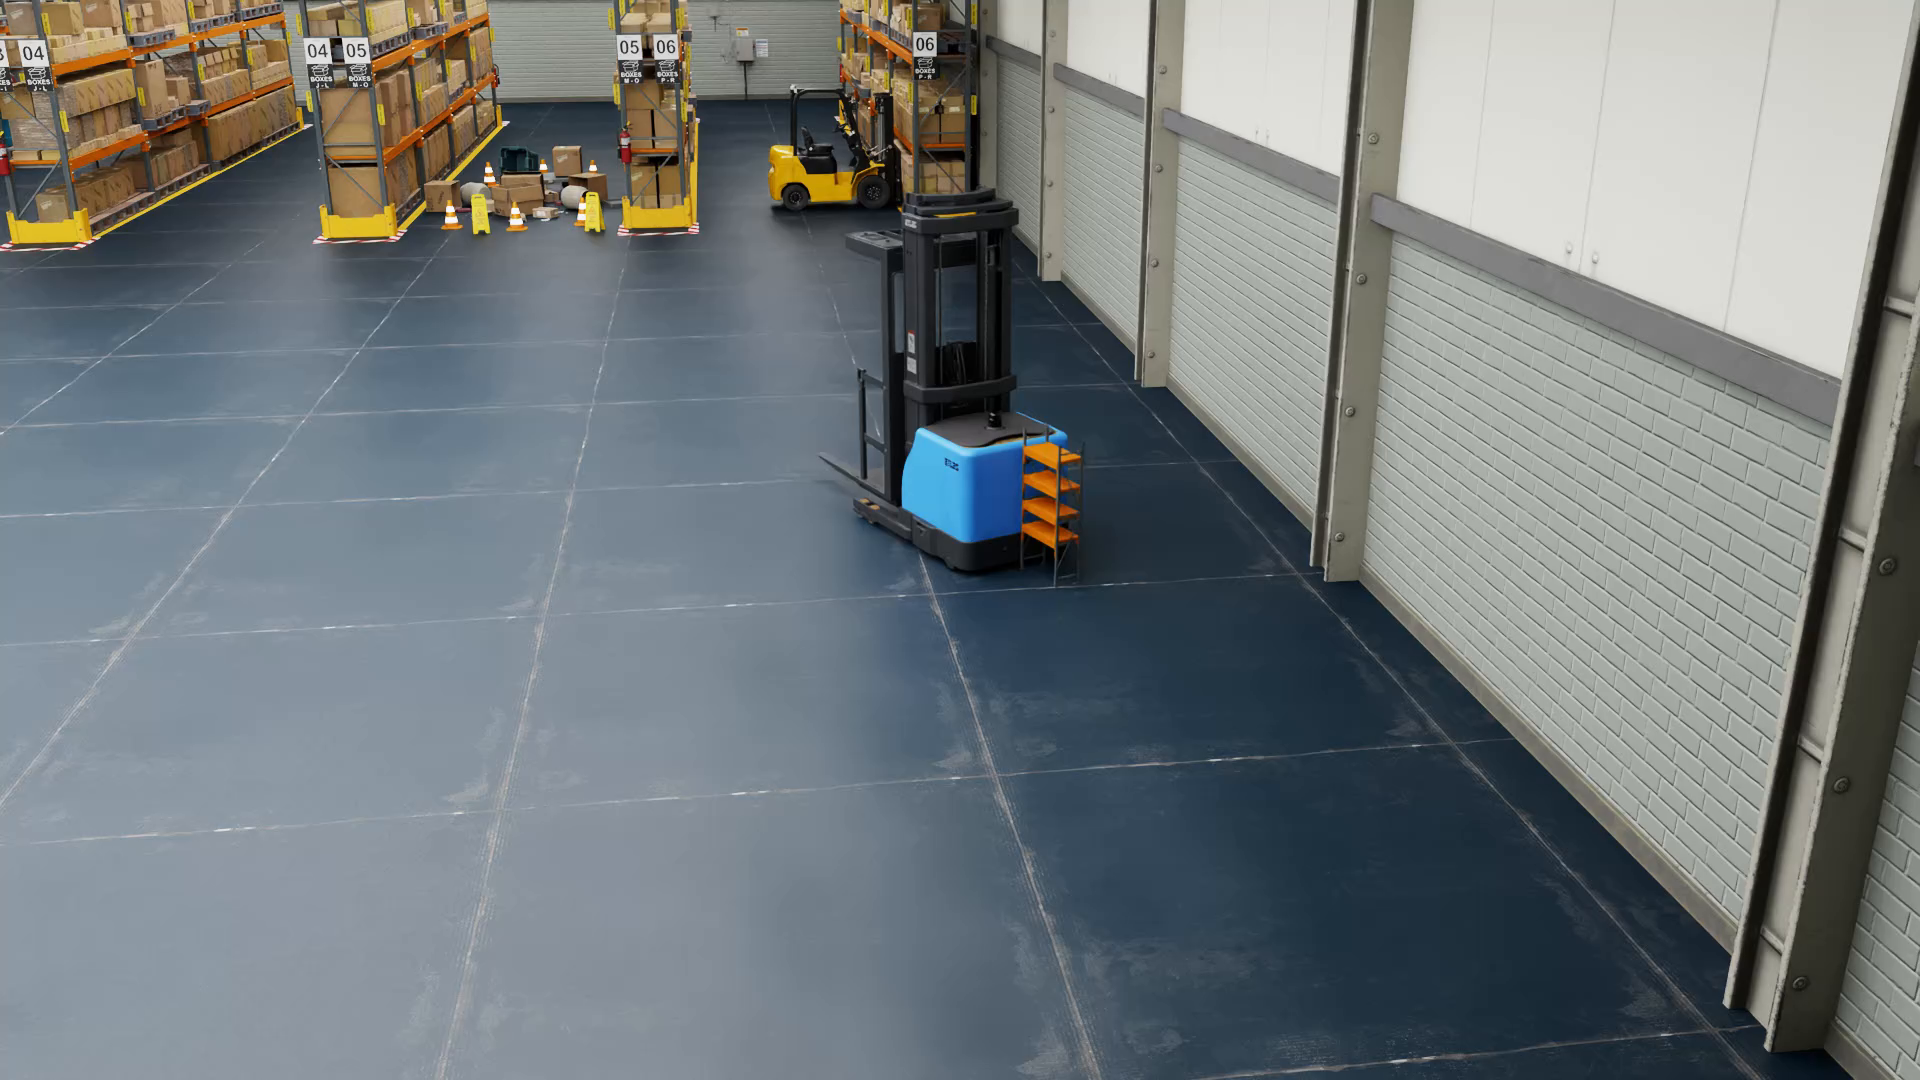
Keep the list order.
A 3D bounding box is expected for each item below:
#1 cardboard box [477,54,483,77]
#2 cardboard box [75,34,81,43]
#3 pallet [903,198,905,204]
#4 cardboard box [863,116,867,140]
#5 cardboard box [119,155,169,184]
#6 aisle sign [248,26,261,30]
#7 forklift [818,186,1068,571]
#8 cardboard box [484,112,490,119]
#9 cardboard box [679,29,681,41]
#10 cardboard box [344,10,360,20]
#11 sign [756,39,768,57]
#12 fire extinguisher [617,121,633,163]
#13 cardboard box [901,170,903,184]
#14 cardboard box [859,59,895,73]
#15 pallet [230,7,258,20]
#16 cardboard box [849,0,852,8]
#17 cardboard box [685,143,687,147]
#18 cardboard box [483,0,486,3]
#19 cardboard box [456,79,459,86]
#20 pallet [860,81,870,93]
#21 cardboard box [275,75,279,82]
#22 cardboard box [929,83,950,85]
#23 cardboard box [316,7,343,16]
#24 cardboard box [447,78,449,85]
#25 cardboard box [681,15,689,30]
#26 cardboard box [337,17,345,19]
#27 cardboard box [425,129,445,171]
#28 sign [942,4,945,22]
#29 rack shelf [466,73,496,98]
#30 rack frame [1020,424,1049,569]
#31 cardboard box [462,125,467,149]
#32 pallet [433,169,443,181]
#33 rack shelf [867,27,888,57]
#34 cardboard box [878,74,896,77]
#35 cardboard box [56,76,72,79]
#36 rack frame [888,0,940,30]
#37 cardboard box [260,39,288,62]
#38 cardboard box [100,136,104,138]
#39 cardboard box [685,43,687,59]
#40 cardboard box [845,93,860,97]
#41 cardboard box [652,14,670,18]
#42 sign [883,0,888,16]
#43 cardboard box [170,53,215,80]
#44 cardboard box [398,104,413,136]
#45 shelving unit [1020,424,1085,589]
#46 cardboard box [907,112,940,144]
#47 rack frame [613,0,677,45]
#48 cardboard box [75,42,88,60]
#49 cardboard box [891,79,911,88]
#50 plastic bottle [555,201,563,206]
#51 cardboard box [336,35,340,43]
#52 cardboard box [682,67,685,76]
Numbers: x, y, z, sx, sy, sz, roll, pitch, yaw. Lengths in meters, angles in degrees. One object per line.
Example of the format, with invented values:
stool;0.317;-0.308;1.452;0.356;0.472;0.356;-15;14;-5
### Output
cardboard box;-11.778;-11.426;40.028;0.500;0.500;0.500;-3;21;-9
cardboard box;-14.998;-8.419;27.903;0.380;0.149;0.250;-4;21;-10
pallet;-0.467;-6.046;30.177;1.003;0.211;1.213;-3;21;-8
cardboard box;-1.975;-9.555;38.558;0.500;0.500;0.500;-4;21;-10
cardboard box;-15.727;-7.138;32.060;0.700;0.500;0.500;-3;21;-8
aisle sign;-17.647;-13.106;41.378;0.394;0.787;0.004;-3;21;-8
forklift;-0.290;-1.592;14.364;1.130;2.935;3.031;-12;24;-29
cardboard box;-11.894;-10.567;41.345;0.380;0.149;0.250;-3;21;-7
cardboard box;-5.252;-9.031;29.685;0.500;0.250;0.500;-2;21;-7
cardboard box;-9.844;-8.590;27.191;0.380;0.149;0.250;-3;21;-7
sign;-5.810;-14.437;48.792;0.329;0.494;0.001;-3;21;-8
fire extinguisher;-5.666;-6.739;28.158;0.296;0.674;0.183;-3;21;-8
cardboard box;-0.852;-6.738;30.658;0.500;0.250;0.500;-3;21;-9
cardboard box;-1.887;-10.661;37.799;0.797;0.503;0.637;-3;21;-9
pallet;-16.871;-12.141;38.349;1.003;0.211;1.213;-3;21;-8
cardboard box;-2.393;-12.561;38.963;0.380;0.149;0.250;-3;21;-7
cardboard box;-5.452;-7.292;31.785;0.500;0.500;0.500;-3;21;-9
cardboard box;-12.099;-13.516;41.404;0.500;0.250;0.500;-4;21;-9
cardboard box;-11.396;-10.209;37.096;0.380;0.149;0.250;-2;21;-5
pallet;-1.754;-10.443;38.238;1.003;0.211;1.213;-3;21;-8
cardboard box;-16.776;-11.211;40.378;0.380;0.149;0.250;-3;21;-8
cardboard box;-0.385;-8.516;31.308;0.380;0.149;0.250;-3;21;-9
cardboard box;-10.640;-8.909;28.046;0.380;0.149;0.250;-3;21;-8
cardboard box;-11.176;-9.813;35.611;0.380;0.149;0.250;-2;21;-5
cardboard box;-5.491;-9.978;32.044;0.500;0.250;0.500;-3;21;-9
cardboard box;-10.529;-8.600;27.789;0.500;0.250;0.500;-3;21;-8
cardboard box;-11.136;-7.949;33.900;1.050;0.750;0.750;-3;21;-7
sign;-0.343;-10.188;32.142;0.100;0.325;0.005;-3;21;-8
rack shelf;-12.129;-11.064;40.654;1.077;0.370;4.000;-3;21;-8
rack frame;0.605;-0.344;13.477;0.240;1.200;0.015;-12;24;-29
cardboard box;-11.268;-8.959;36.961;0.500;0.500;0.500;-3;21;-9
pallet;-11.052;-7.319;33.585;1.003;0.211;1.213;-3;21;-8
rack shelf;-1.180;-10.236;34.149;1.077;0.370;4.000;-3;21;-8
cardboard box;-1.518;-9.639;34.741;0.380;0.149;0.250;-2;21;-7
cardboard box;-15.568;-7.691;28.598;0.500;0.500;0.500;-3;21;-8
rack frame;-0.892;-11.285;31.645;1.000;3.000;0.127;-3;21;-8
cardboard box;-17.009;-12.143;41.233;0.500;0.500;0.500;-3;21;-7
cardboard box;-15.126;-6.936;28.932;0.380;0.149;0.250;-3;21;-8
cardboard box;-6.562;-11.188;38.385;0.500;0.500;0.500;-3;21;-7
cardboard box;-2.627;-11.440;43.602;0.797;0.503;0.637;-4;21;-10
cardboard box;-5.479;-9.605;30.652;0.380;0.149;0.250;-2;21;-6
sign;-1.428;-10.239;31.942;0.100;0.325;0.005;-3;21;-8
cardboard box;-16.367;-10.105;35.482;0.797;0.503;0.637;-2;21;-6
cardboard box;-10.520;-7.693;30.385;0.875;0.550;0.550;-3;21;-8
shelving unit;0.732;-0.268;13.284;0.258;1.200;0.503;-12;24;-29
cardboard box;-0.646;-7.294;29.390;0.500;0.500;0.500;-3;21;-9
rack frame;-5.227;-9.649;27.263;1.000;3.000;0.127;-3;21;-8
cardboard box;-14.995;-8.203;27.894;0.500;0.250;0.500;-3;21;-8
cardboard box;-1.140;-8.840;32.176;0.380;0.149;0.250;-2;21;-7
plastic bottle;-7.473;-6.305;31.085;0.133;0.061;0.283;1;20;2
cardboard box;-10.567;-8.359;27.713;0.380;0.149;0.250;-3;21;-7
cardboard box;-5.521;-9.091;32.248;0.380;0.149;0.250;-3;21;-8
